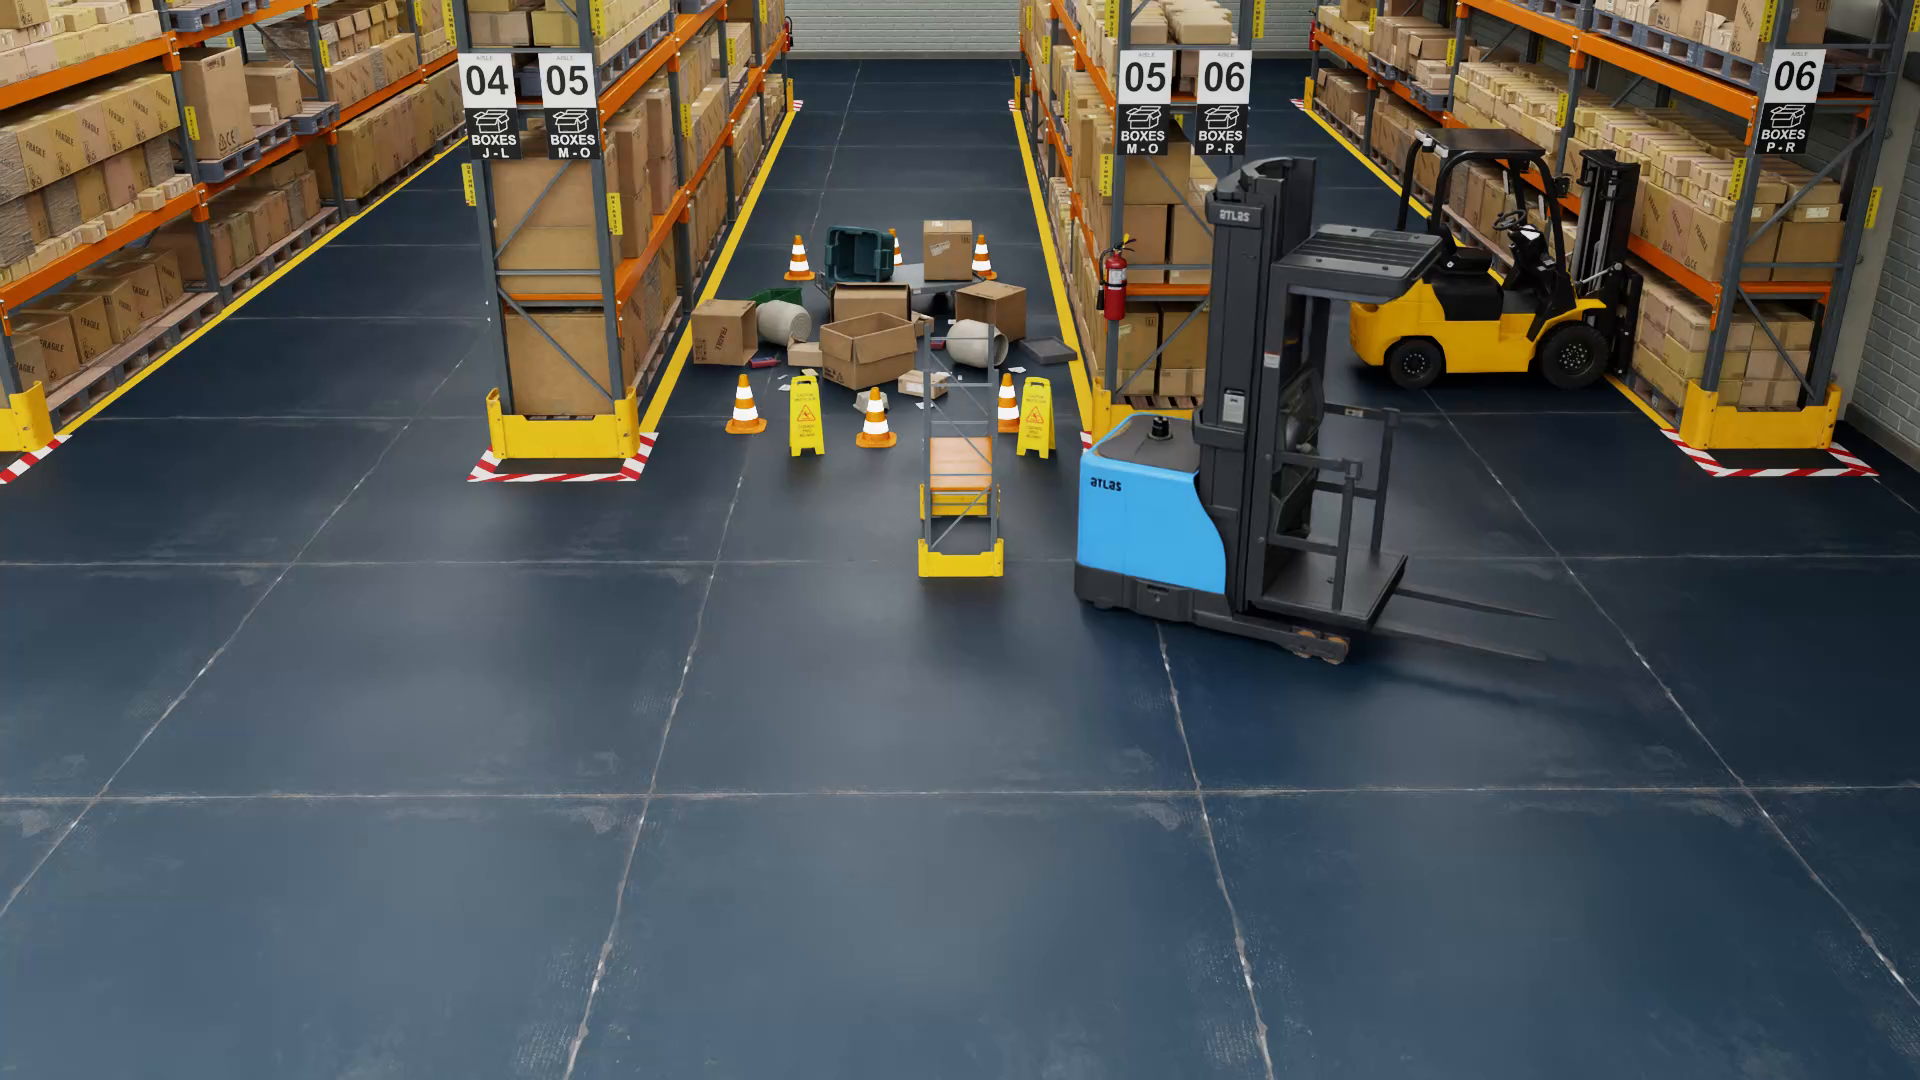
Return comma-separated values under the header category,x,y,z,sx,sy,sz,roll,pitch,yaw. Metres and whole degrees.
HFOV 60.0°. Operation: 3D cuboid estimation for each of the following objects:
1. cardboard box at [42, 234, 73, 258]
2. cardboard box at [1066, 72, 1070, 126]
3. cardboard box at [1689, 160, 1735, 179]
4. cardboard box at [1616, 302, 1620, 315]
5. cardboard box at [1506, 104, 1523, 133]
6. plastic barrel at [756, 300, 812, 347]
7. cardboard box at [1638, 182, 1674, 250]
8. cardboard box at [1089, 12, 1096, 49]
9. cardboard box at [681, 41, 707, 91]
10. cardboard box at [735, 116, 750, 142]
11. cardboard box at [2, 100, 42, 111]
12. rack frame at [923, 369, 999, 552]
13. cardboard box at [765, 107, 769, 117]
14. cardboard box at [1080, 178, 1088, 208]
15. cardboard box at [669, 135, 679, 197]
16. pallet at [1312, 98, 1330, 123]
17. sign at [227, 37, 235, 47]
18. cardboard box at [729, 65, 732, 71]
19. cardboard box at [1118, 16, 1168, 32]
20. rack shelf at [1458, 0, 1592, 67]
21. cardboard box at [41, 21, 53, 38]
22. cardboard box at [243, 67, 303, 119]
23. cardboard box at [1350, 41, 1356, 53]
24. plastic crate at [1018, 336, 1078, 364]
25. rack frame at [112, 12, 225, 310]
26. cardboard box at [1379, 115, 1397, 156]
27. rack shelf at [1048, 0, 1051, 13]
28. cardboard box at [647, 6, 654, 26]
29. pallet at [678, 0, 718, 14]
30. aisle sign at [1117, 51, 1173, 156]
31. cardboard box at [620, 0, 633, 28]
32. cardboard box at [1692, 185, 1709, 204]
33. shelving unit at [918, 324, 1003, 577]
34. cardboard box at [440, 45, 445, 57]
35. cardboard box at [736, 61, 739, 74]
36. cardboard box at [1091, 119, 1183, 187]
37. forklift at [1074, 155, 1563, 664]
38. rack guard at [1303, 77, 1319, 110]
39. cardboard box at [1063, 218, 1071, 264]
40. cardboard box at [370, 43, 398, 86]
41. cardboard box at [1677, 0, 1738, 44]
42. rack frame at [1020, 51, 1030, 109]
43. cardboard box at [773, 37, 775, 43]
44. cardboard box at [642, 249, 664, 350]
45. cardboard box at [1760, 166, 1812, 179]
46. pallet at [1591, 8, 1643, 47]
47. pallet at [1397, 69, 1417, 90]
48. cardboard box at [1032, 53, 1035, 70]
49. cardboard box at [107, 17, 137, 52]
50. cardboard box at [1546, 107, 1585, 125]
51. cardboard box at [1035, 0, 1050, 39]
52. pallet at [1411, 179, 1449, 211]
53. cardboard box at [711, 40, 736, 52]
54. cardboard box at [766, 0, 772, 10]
category,x,y,z,sx,sy,sz,roll,pitch,yaw
cardboard box,-7.966,-2.550,14.436,0.380,0.149,0.250,0,24,-1
cardboard box,1.414,-4.805,18.126,0.500,0.500,0.500,1,24,1
cardboard box,6.455,-3.138,14.161,0.380,0.149,0.250,0,24,0
cardboard box,6.321,-2.193,15.563,0.500,0.250,0.500,0,24,-1
cardboard box,6.345,-4.634,18.314,0.500,0.250,0.500,0,24,0
plastic barrel,-1.748,-2.128,16.325,0.512,0.421,0.421,19,30,35
cardboard box,6.392,-2.874,14.727,0.500,0.500,0.500,-1,24,-2
cardboard box,1.401,-4.451,14.516,0.500,0.250,0.500,0,24,0
cardboard box,-3.336,-5.519,19.361,0.700,0.500,0.500,-1,24,-1
cardboard box,-3.101,-5.503,22.275,0.500,0.250,0.500,0,24,0
cardboard box,-8.475,-3.614,14.789,0.500,0.500,0.500,0,24,-1
rack frame,0.006,-0.439,11.283,0.500,1.500,0.032,0,24,-1
cardboard box,-3.176,-6.667,25.823,0.380,0.149,0.250,1,24,2
cardboard box,1.402,-3.411,15.554,0.500,0.500,0.500,0,24,-1
cardboard box,-3.278,-3.679,16.446,0.875,0.550,0.550,0,24,-1
pallet,6.498,-7.165,27.719,1.003,0.211,1.213,0,24,-1
sign,-8.853,-5.954,20.253,0.100,0.325,0.005,0,24,-1
cardboard box,-3.156,-6.149,21.523,0.380,0.149,0.250,0,24,0
cardboard box,1.435,-4.038,13.120,0.380,0.149,0.250,0,24,0
rack shelf,6.596,-5.713,18.359,1.077,0.370,4.000,0,24,-1
cardboard box,-8.012,-4.367,14.207,0.380,0.149,0.250,-1,24,-1
cardboard box,-8.146,-5.215,19.394,0.700,0.500,0.500,3,25,7
cardboard box,6.217,-7.590,25.581,0.380,0.149,0.250,-1,24,-1
plastic crate,0.852,-1.846,16.117,0.402,0.080,0.583,-9,26,-19
rack frame,-8.255,-3.782,16.856,1.000,3.000,0.127,0,24,-1
cardboard box,6.327,-5.780,23.796,0.500,0.500,0.500,-1,24,-1
rack shelf,1.589,-7.338,21.951,1.077,0.370,4.000,0,24,-1
cardboard box,-2.959,-4.685,14.885,0.380,0.149,0.250,0,24,0
pallet,-3.262,-5.966,18.273,1.003,0.211,1.213,1,24,2
aisle sign,1.409,-3.336,12.715,0.394,0.787,0.004,0,24,-1
cardboard box,-3.012,-4.402,13.777,0.500,0.250,0.500,0,24,-1
cardboard box,6.404,-2.897,13.991,0.380,0.149,0.250,0,24,0
shelving unit,0.001,-0.652,11.755,0.587,1.500,1.083,0,24,-1
cardboard box,-8.023,-7.413,25.188,0.380,0.149,0.250,-1,24,-2
cardboard box,-3.158,-6.327,22.277,0.380,0.149,0.250,-1,24,-2
cardboard box,1.477,-3.233,13.946,0.700,0.500,0.500,0,24,0
forklift,2.317,-0.809,10.366,3.031,2.935,1.130,12,27,24
rack guard,6.488,-7.625,28.386,1.175,0.500,0.348,0,24,-1
cardboard box,1.635,-3.333,18.542,0.950,0.372,0.625,1,24,3
cardboard box,-8.052,-6.513,22.773,0.500,0.500,0.500,-1,24,-1
cardboard box,6.502,-4.455,13.952,0.700,0.500,0.500,0,24,0
rack frame,1.524,-8.771,27.887,1.000,3.000,0.127,0,24,-1
cardboard box,-3.156,-8.040,26.576,0.380,0.149,0.250,-1,24,-3
cardboard box,-3.343,-2.355,15.769,0.875,0.875,0.875,0,24,0
cardboard box,6.886,-3.035,13.934,0.380,0.149,0.250,0,24,0
pallet,6.653,-4.825,15.630,1.003,0.211,1.213,0,24,-1
pallet,6.549,-6.213,22.462,1.003,0.211,1.213,0,24,-1
cardboard box,1.308,-6.872,23.870,0.500,0.250,0.500,-1,24,-2
cardboard box,-7.993,-4.678,15.380,0.500,0.250,0.500,0,24,1
cardboard box,6.372,-4.438,17.397,0.380,0.149,0.250,-1,24,-1
cardboard box,1.318,-7.232,23.149,0.500,0.500,0.500,0,24,-1
pallet,6.604,-4.536,21.906,1.003,0.211,1.213,0,24,-1
cardboard box,-3.165,-6.492,21.920,0.380,0.149,0.250,0,24,1
cardboard box,-3.138,-8.304,25.159,0.500,0.500,0.500,0,24,0
